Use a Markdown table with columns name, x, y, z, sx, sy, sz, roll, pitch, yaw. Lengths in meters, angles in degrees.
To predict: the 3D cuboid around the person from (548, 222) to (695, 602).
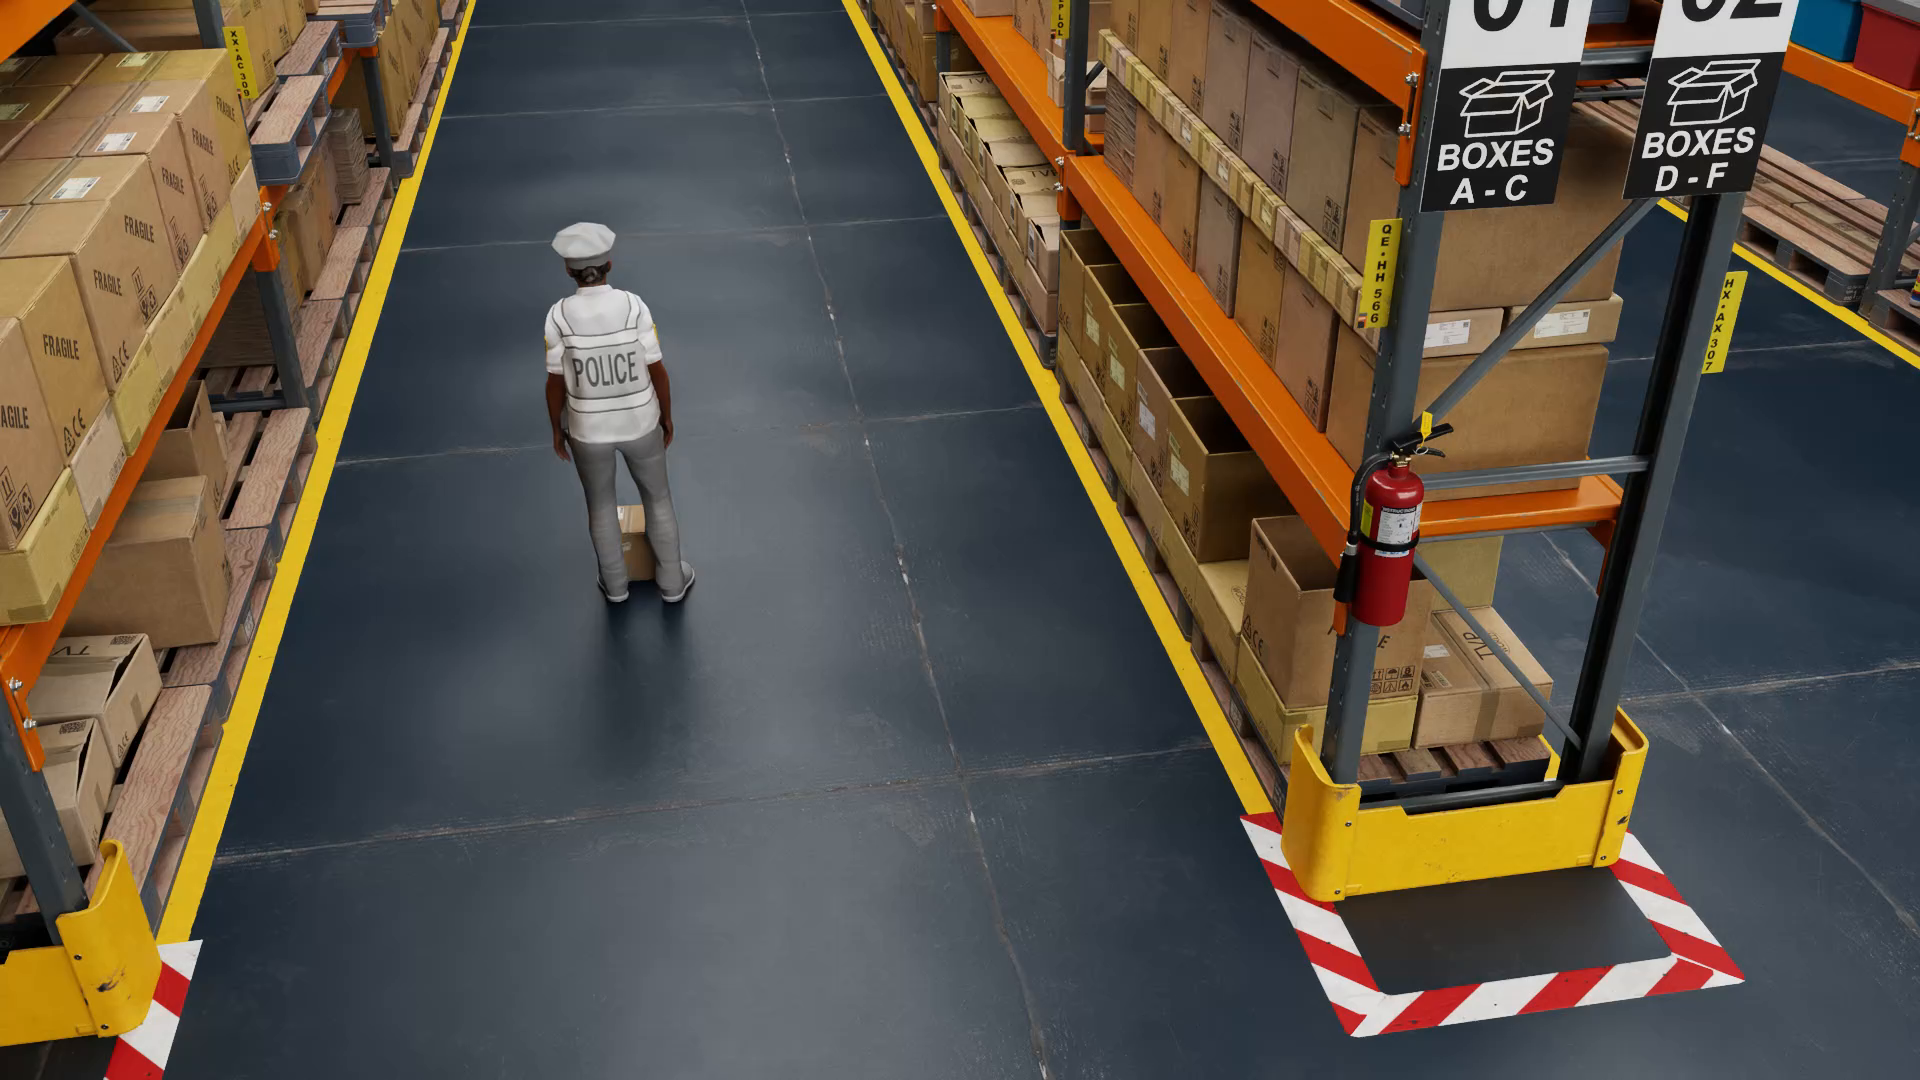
| name | x | y | z | sx | sy | sz | roll | pitch | yaw |
| --- | --- | --- | --- | --- | --- | --- | --- | --- | --- |
| person | -1.427 | -0.479 | 6.935 | 0.511 | 1.658 | 0.416 | -6 | 31 | -9 |
